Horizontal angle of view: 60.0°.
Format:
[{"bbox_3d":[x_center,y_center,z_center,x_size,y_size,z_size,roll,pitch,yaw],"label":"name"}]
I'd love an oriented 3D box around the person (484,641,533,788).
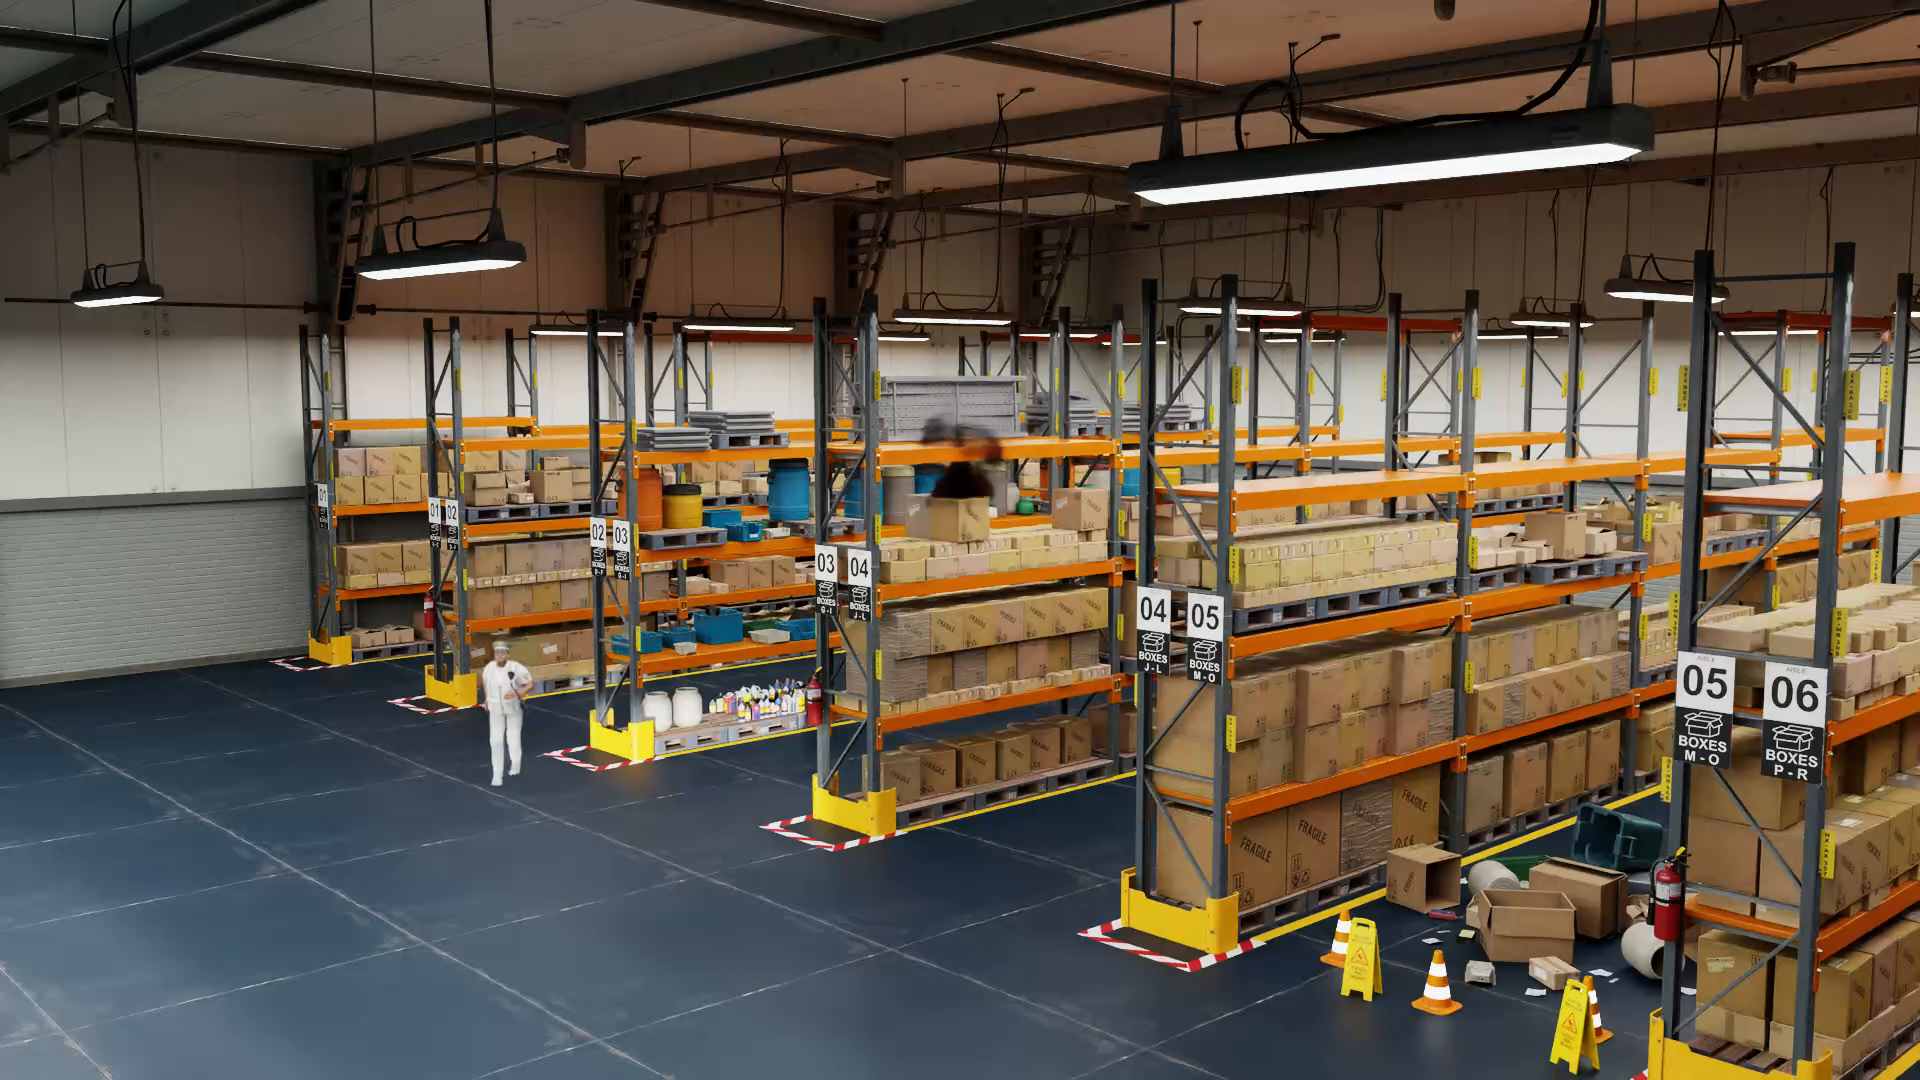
[{"bbox_3d":[-5.718,2.167,21.051,0.649,1.851,0.801,0,6,-4],"label":"person"}]
